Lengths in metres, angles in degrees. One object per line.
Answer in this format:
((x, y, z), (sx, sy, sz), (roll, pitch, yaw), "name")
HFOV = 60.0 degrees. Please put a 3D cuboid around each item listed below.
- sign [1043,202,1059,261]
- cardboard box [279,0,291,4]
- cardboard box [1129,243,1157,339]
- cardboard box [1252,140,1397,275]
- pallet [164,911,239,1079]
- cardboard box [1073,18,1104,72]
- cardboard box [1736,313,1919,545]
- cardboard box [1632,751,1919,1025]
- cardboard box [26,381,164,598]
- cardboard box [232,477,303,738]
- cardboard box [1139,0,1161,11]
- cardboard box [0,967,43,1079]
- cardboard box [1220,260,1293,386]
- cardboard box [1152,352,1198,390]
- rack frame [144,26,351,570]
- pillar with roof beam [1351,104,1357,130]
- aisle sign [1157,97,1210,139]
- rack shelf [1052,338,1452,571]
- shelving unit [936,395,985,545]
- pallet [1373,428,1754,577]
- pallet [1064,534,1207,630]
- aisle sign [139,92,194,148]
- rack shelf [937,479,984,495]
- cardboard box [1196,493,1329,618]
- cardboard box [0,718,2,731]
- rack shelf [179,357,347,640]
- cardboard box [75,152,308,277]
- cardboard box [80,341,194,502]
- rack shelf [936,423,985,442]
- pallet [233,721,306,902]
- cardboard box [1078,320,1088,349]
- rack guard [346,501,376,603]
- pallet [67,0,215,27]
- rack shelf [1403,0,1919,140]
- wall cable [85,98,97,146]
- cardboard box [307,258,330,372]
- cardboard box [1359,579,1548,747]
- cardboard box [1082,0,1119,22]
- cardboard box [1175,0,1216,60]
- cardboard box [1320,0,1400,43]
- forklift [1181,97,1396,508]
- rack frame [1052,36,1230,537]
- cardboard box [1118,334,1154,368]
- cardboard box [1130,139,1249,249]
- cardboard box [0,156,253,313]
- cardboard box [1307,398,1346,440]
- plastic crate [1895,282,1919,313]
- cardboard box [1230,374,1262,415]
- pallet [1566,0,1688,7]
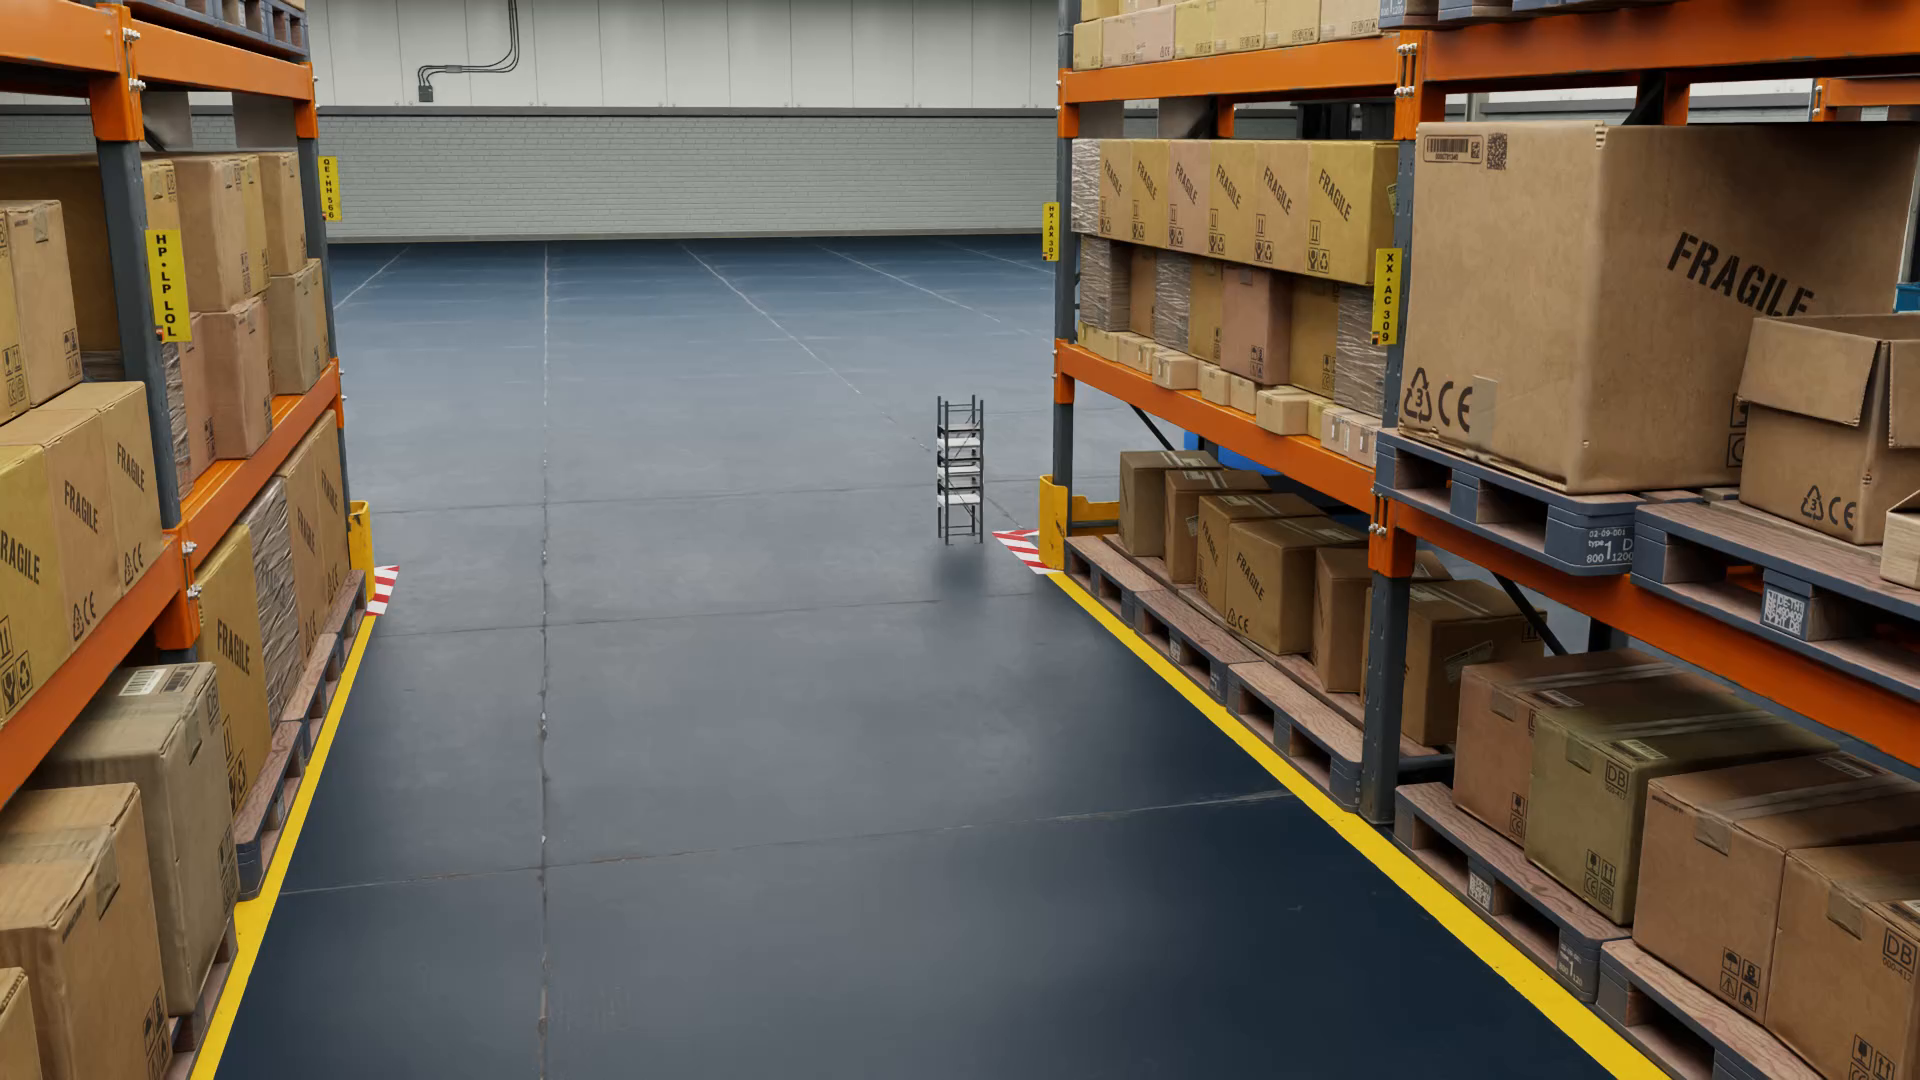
((0.521, -1.756, 9.472), (0.100, 0.325, 0.005), (-3, 14, -13), "sign")
((-3.269, -2.525, 7.557), (0.380, 0.149, 0.250), (-3, 14, -12), "cardboard box")
((1.385, -1.322, 8.681), (0.875, 0.500, 0.500), (-3, 14, -13), "cardboard box")
((1.496, -1.326, 6.590), (0.500, 0.500, 0.500), (-3, 14, -13), "cardboard box")
((-2.602, 1.338, 4.505), (1.003, 0.211, 1.213), (-3, 14, -13), "pallet")
((0.911, -2.625, 8.847), (0.500, 0.250, 0.500), (-3, 14, -12), "cardboard box")
((2.485, -0.303, 4.244), (0.797, 0.503, 0.637), (-2, 14, -7), "cardboard box")
((2.337, 0.940, 4.598), (0.700, 0.500, 0.500), (-5, 14, -18), "cardboard box")
((-2.474, -0.133, 4.442), (0.500, 0.500, 0.500), (-3, 14, -14), "cardboard box")
((-3.152, 0.281, 6.548), (0.875, 0.875, 0.875), (-3, 14, -13), "cardboard box")
((1.082, -2.628, 8.019), (0.380, 0.149, 0.250), (-3, 14, -13), "cardboard box")
((-2.181, 1.274, 2.746), (1.050, 0.750, 0.750), (-3, 14, -12), "cardboard box")
((1.644, -0.971, 7.243), (0.875, 0.500, 0.500), (-3, 14, -13), "cardboard box")
((1.142, -0.814, 7.966), (0.380, 0.149, 0.250), (-3, 14, -13), "cardboard box")
((-3.796, -1.113, 8.662), (1.000, 3.000, 0.127), (-3, 14, -13), "rack frame")
((5.268, -11.676, 39.259), (9.100, 9.000, 0.400), (-3, 14, -13), "pillar with roof beam")
((1.326, -2.660, 9.517), (0.394, 0.787, 0.004), (-3, 14, -13), "aisle sign")
((1.519, -0.555, 7.895), (1.077, 0.370, 4.000), (-3, 14, -13), "rack shelf")
((0.002, -0.435, 10.313), (0.258, 0.900, 0.210), (-3, 14, -13), "shelving unit")
((2.026, -0.166, 5.189), (1.003, 0.211, 1.213), (-3, 14, -13), "pallet")
((1.223, 0.195, 9.183), (1.003, 0.211, 1.213), (-3, 14, -13), "pallet")
((-4.104, -2.375, 8.352), (0.394, 0.787, 0.004), (-3, 14, -13), "aisle sign")
((0.002, -0.315, 10.342), (0.258, 0.077, 0.200), (-3, 14, -13), "rack shelf")
((1.482, 0.071, 8.200), (0.500, 0.500, 0.500), (-2, 14, -8), "cardboard box")
((-2.115, 0.217, 3.009), (0.500, 0.500, 0.500), (-3, 14, -14), "cardboard box")
((-3.326, -0.302, 6.859), (1.077, 0.370, 4.000), (-3, 14, -13), "rack shelf")
((-3.528, -1.501, 7.659), (0.875, 0.550, 0.550), (-3, 14, -13), "cardboard box")
((-2.955, -0.348, 5.213), (0.875, 0.550, 0.550), (-3, 14, -13), "cardboard box")
((0.002, -0.665, 10.256), (0.258, 0.077, 0.200), (-3, 14, -13), "rack shelf")
((-2.959, 0.985, 5.952), (1.003, 0.211, 1.213), (-3, 14, -13), "pallet")
((0.884, -1.165, 9.405), (0.380, 0.149, 0.250), (-3, 14, -13), "cardboard box")
((-3.802, 0.096, 8.982), (1.175, 0.500, 0.348), (-3, 14, -13), "rack guard")
((-3.039, -1.794, 5.315), (1.003, 0.211, 1.213), (-3, 14, -13), "pallet")
((2.458, -1.090, 3.762), (1.077, 0.370, 4.000), (-3, 14, -13), "rack shelf")
((-20.573, -9.405, 36.506), (3.097, 2.526, 0.112), (-3, 14, -13), "wall cable")
((-3.665, -1.103, 8.305), (0.875, 0.550, 0.550), (-3, 14, -13), "cardboard box")
((1.933, 0.472, 6.555), (0.500, 0.500, 0.500), (-4, 14, -15), "cardboard box")
((0.856, -2.803, 8.733), (0.380, 0.149, 0.250), (-3, 14, -12), "cardboard box")
((1.278, -2.272, 7.402), (0.500, 0.250, 0.500), (-3, 14, -12), "cardboard box")
((1.627, -1.918, 5.954), (0.500, 0.250, 0.500), (-3, 14, -11), "cardboard box")
((3.117, -1.787, 11.565), (3.031, 2.935, 1.130), (-6, 15, -23), "forklift")
((1.049, -1.366, 9.699), (1.000, 3.000, 0.127), (-3, 14, -13), "rack frame")
((1.047, -0.991, 8.694), (0.380, 0.149, 0.250), (-3, 14, -13), "cardboard box")
((1.143, -1.672, 8.006), (0.500, 0.500, 0.500), (-3, 14, -13), "cardboard box")
((-3.145, -1.127, 6.130), (0.875, 0.550, 0.550), (-3, 14, -13), "cardboard box")
((1.602, -0.474, 6.575), (0.380, 0.149, 0.250), (-3, 14, -13), "cardboard box")
((6.272, -1.471, 10.442), (0.499, 0.251, 0.616), (-3, 14, -13), "plastic crate")
((1.407, -0.646, 7.279), (0.380, 0.149, 0.250), (-3, 14, -13), "cardboard box")
((2.276, -1.422, 4.002), (1.213, 0.211, 1.003), (-3, 14, -13), "pallet")
